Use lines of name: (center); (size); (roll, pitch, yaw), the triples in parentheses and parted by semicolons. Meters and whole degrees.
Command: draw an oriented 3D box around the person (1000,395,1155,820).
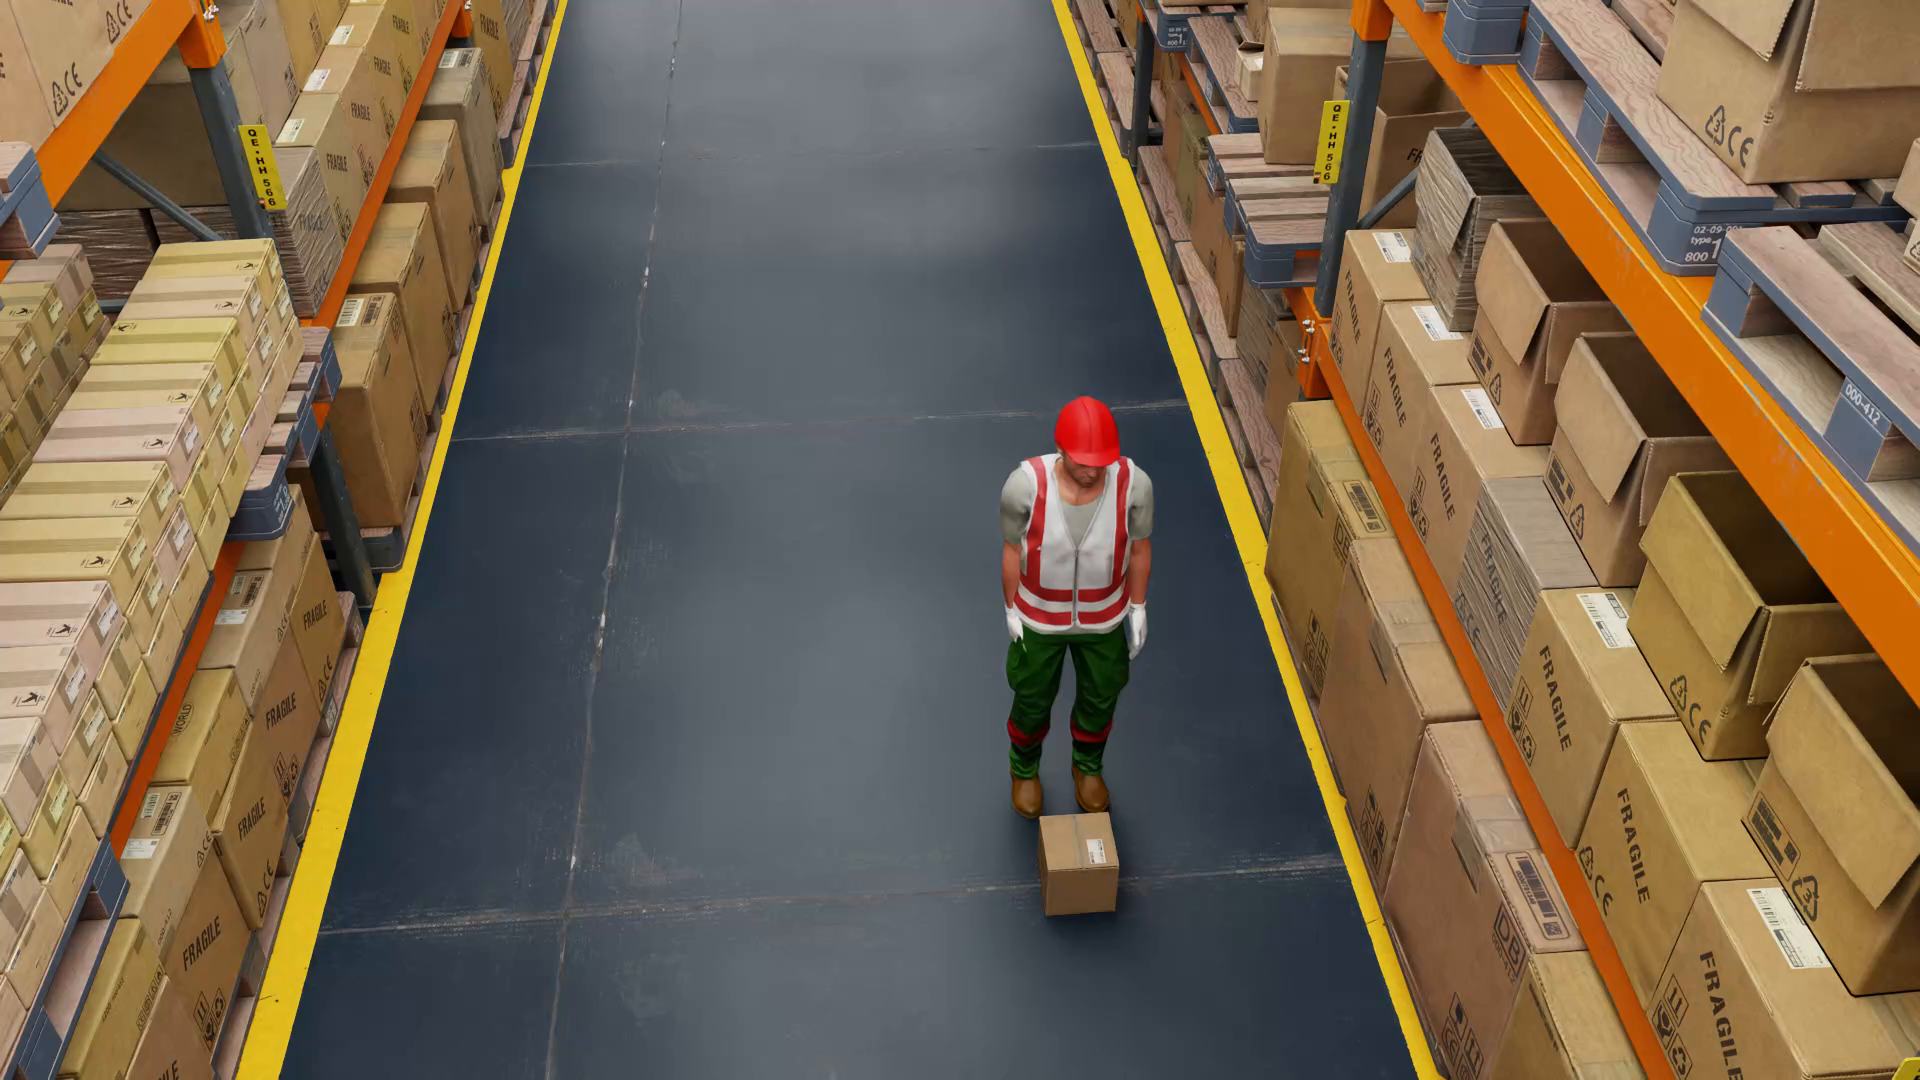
person: (0.399, 0.256, 5.828); (0.527, 1.785, 0.344); (-2, 39, -3)
